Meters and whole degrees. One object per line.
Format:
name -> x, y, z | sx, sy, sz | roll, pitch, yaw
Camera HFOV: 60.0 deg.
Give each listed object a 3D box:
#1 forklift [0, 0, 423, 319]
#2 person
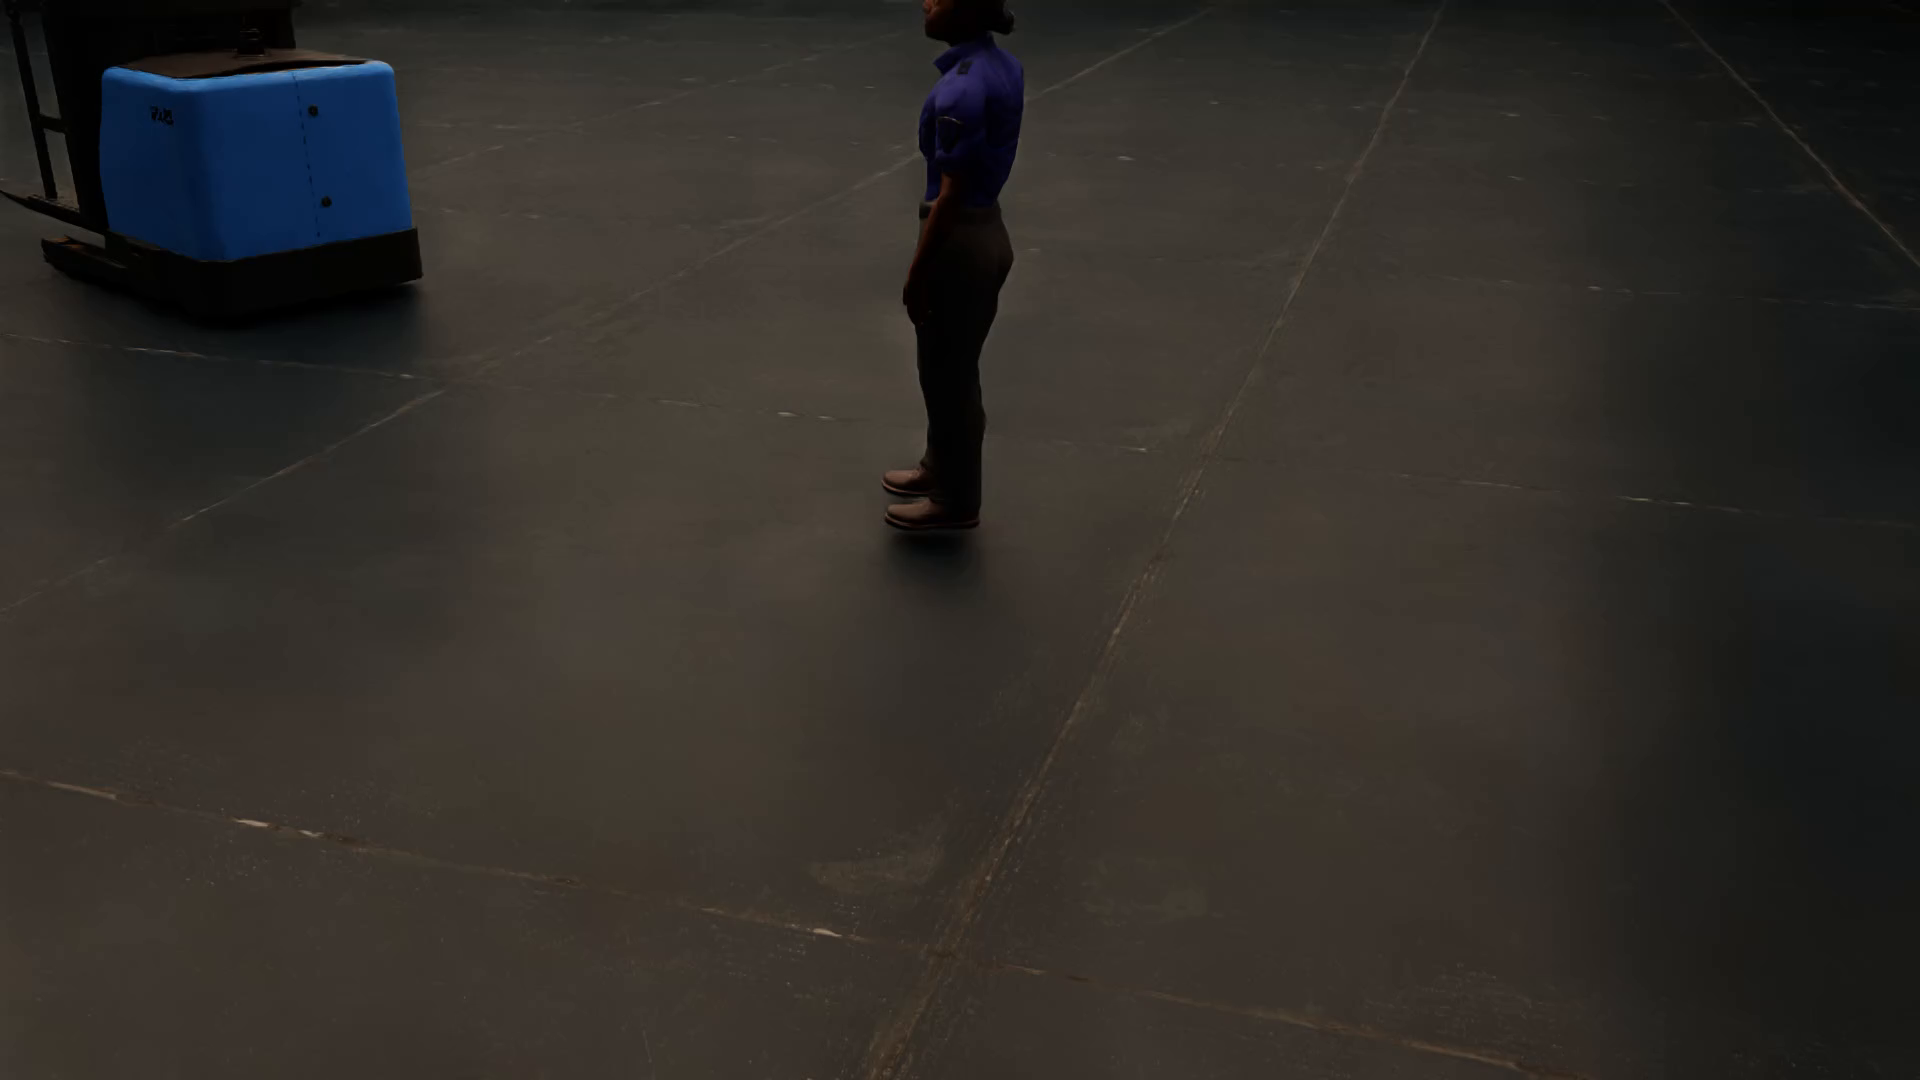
forklift -> -4.009, -2.801, 8.063 | 3.031, 2.935, 1.130 | 20, 29, 39
person -> -0.078, -0.825, 4.828 | 0.504, 1.654, 0.570 | 7, 23, 16
